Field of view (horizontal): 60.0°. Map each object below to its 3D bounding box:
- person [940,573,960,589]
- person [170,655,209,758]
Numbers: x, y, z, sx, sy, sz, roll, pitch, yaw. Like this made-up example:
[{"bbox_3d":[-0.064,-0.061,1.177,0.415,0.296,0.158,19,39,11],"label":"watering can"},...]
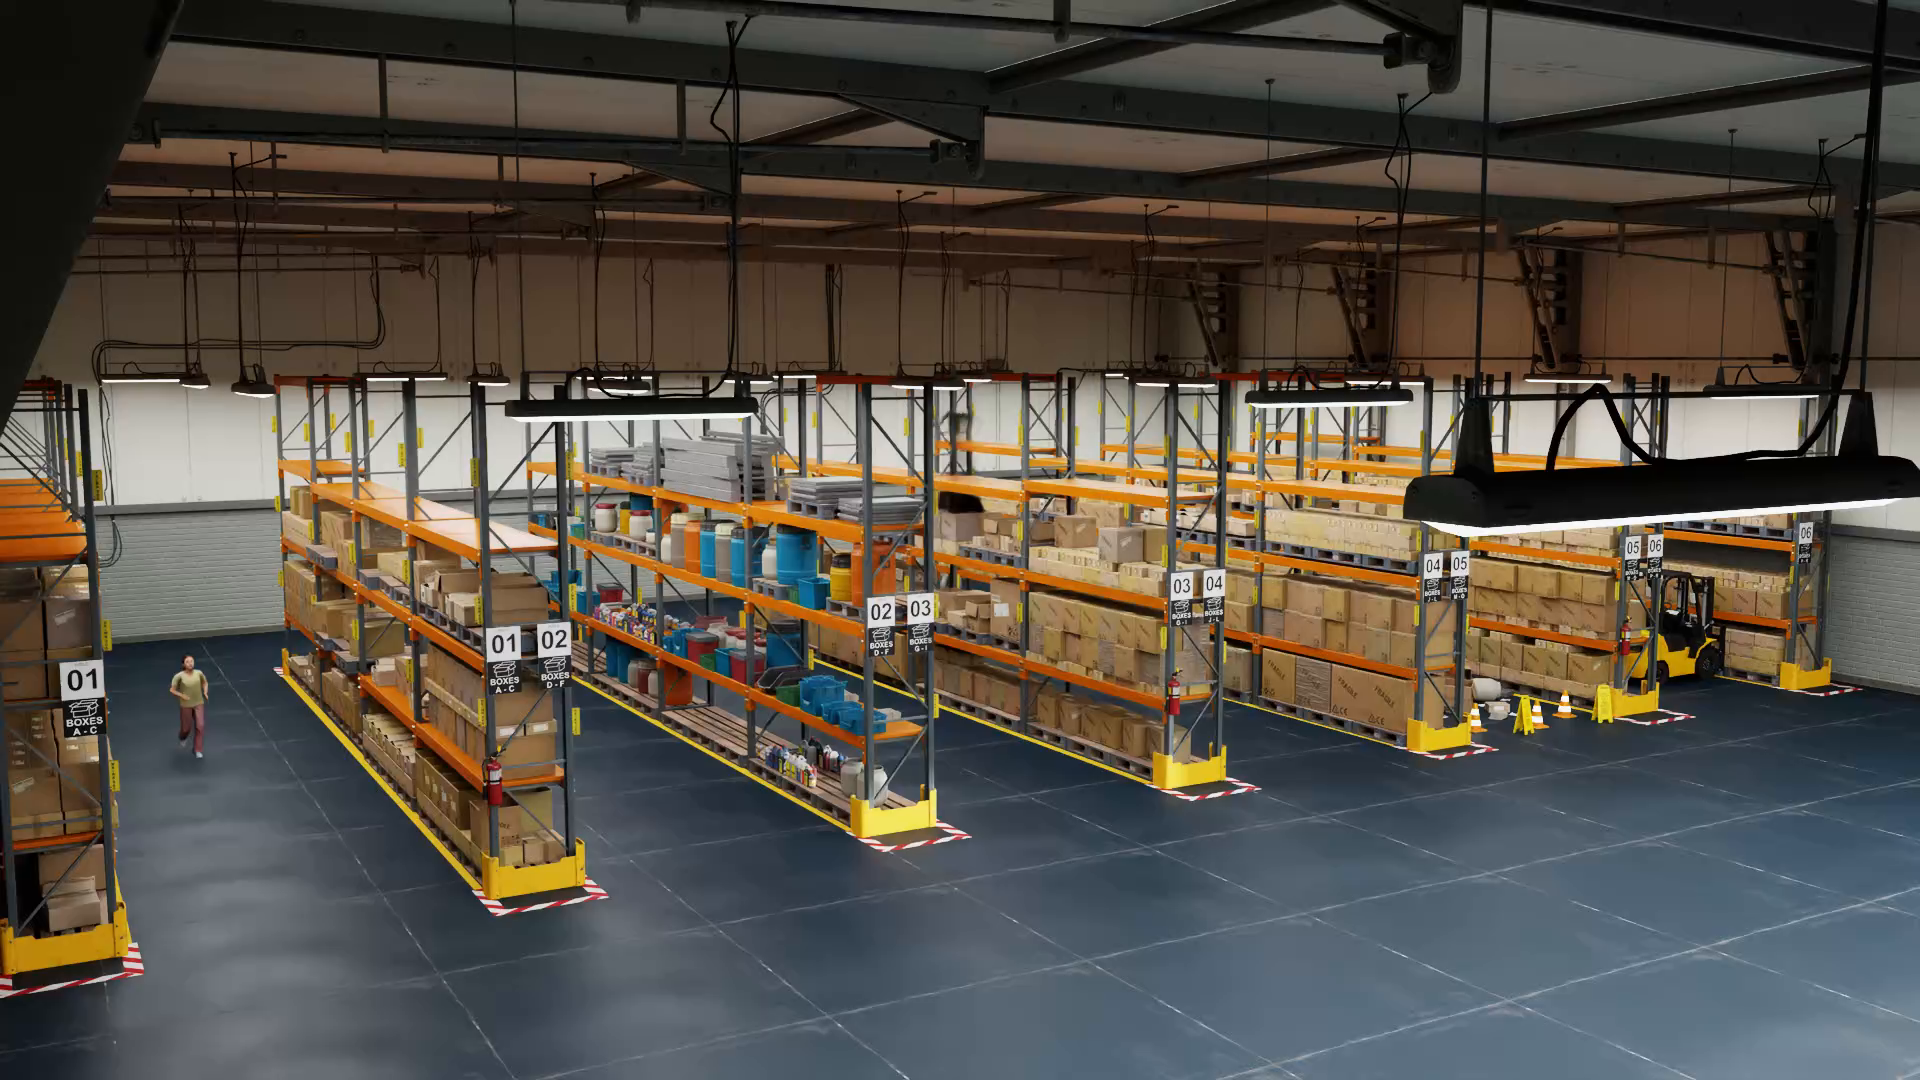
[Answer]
[{"bbox_3d":[-0.206,0.891,42.047,0.754,1.787,0.633,-5,8,-38],"label":"person"},{"bbox_3d":[-12.227,2.629,26.453,0.588,1.628,0.758,-5,8,-39],"label":"person"}]
